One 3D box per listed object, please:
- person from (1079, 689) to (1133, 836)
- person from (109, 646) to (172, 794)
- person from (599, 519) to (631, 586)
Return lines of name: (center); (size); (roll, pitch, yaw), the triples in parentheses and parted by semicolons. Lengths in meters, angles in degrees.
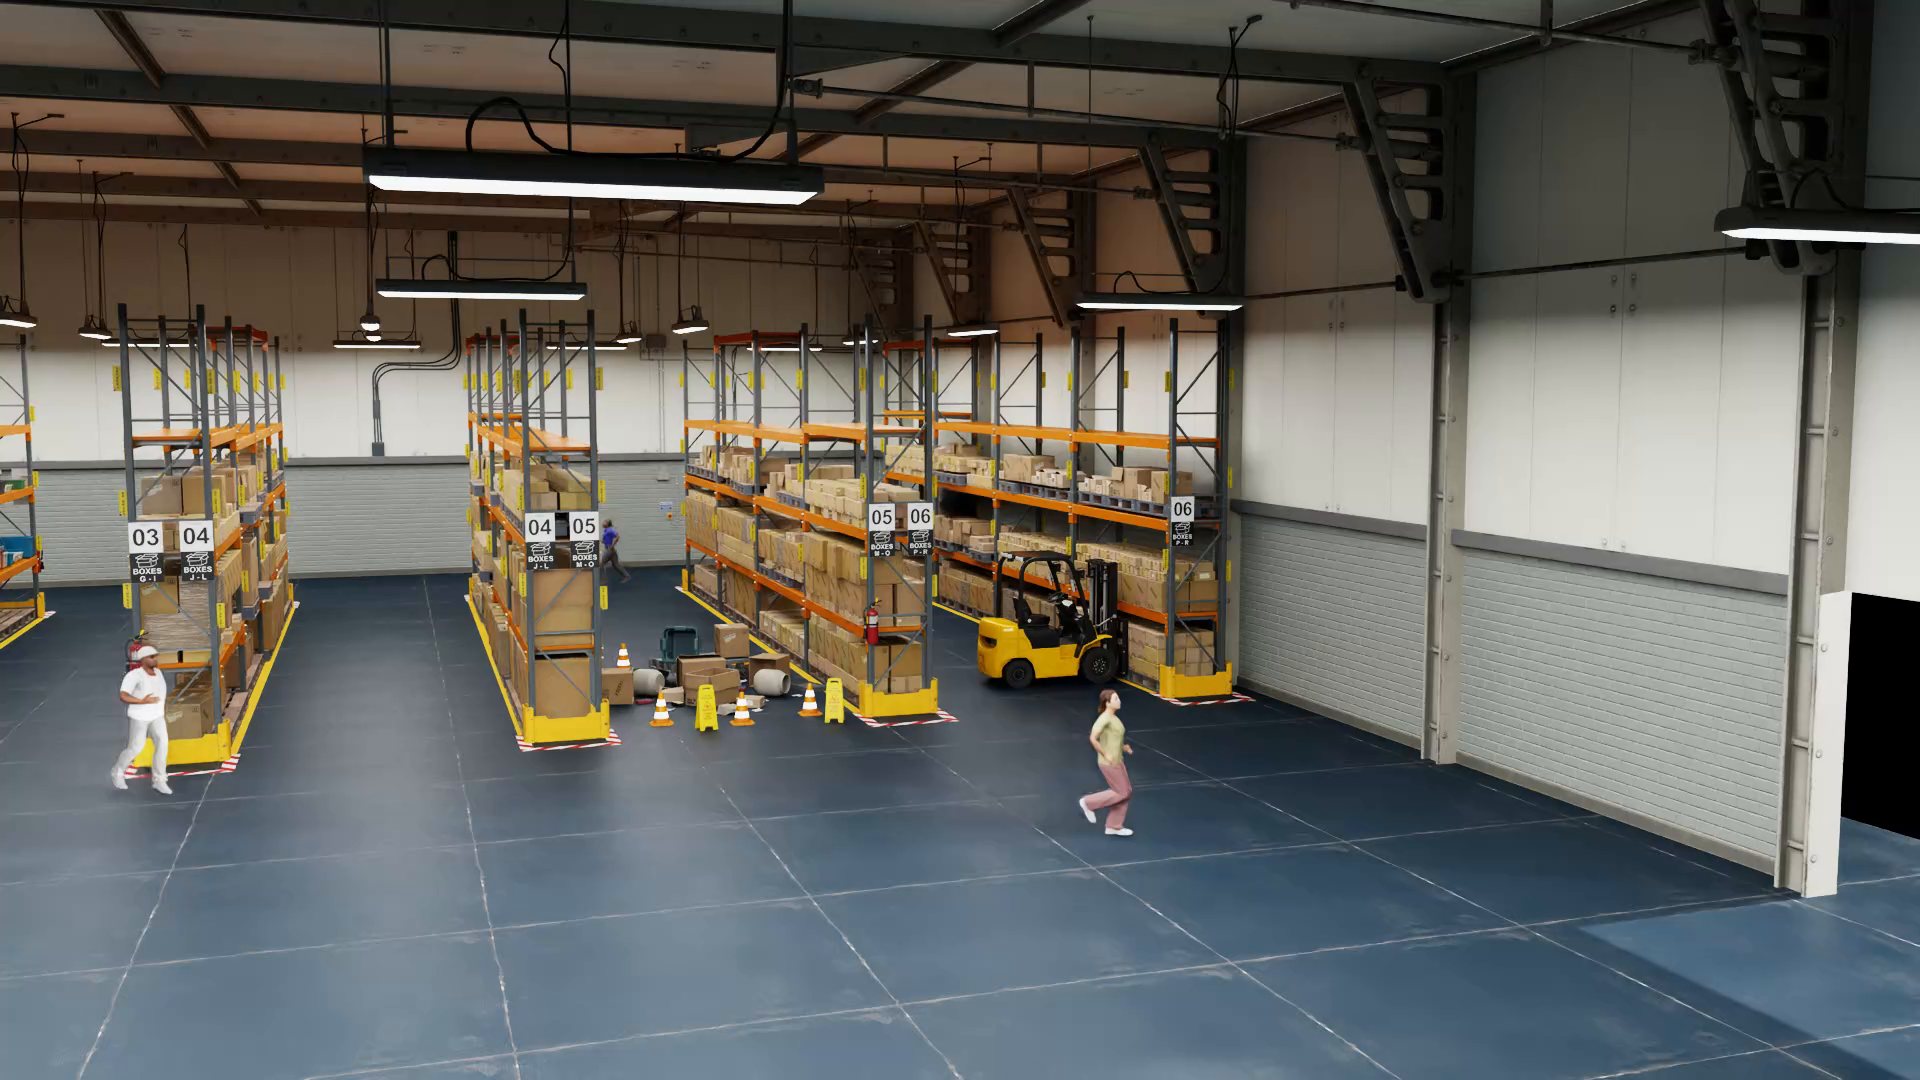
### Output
person: (1.630, 2.451, 18.402); (0.597, 1.624, 0.596); (2, 6, 18)
person: (-9.945, 2.181, 20.334); (0.902, 1.774, 0.728); (2, 6, 20)
person: (-8.515, 0.329, 40.687); (0.891, 1.704, 0.586); (-1, 6, -10)
